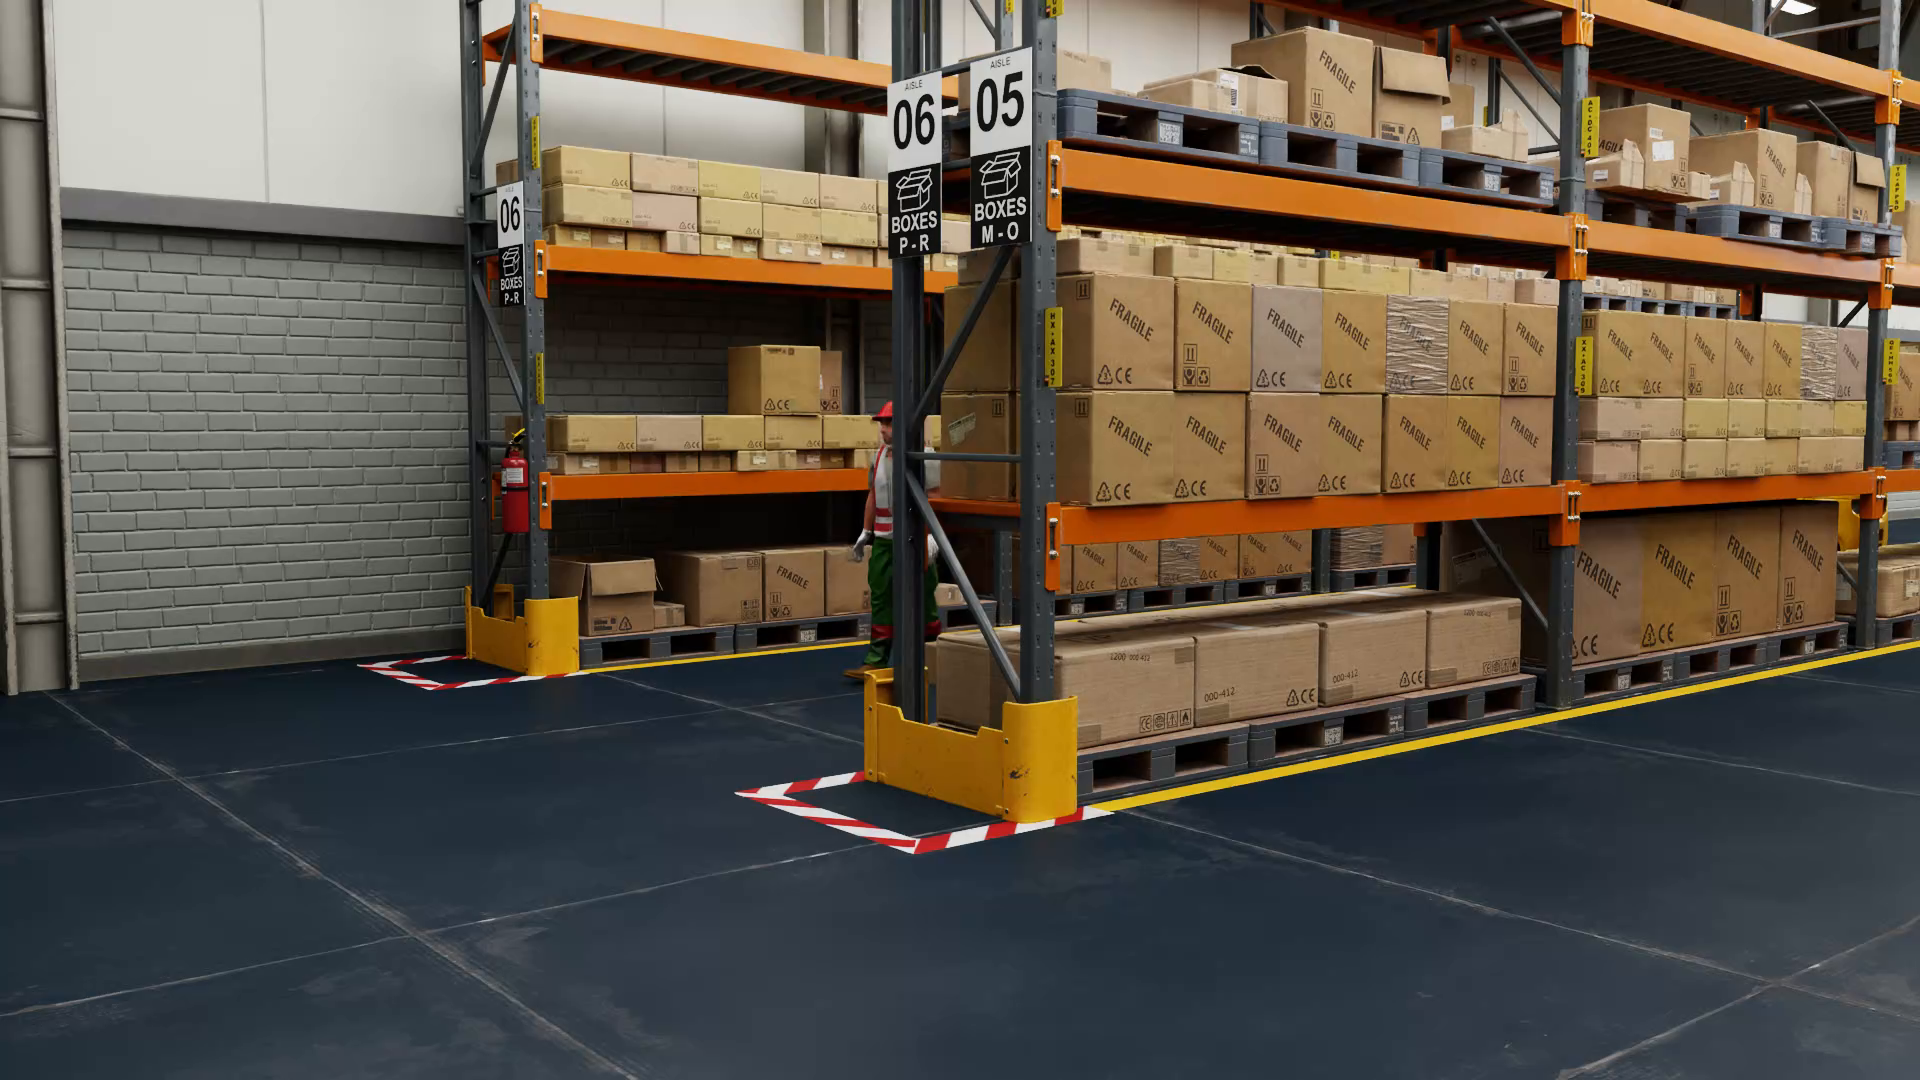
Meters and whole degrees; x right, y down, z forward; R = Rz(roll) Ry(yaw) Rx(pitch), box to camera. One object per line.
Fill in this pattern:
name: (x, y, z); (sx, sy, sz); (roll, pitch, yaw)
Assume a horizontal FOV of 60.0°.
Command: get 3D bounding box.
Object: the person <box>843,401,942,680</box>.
person: (-0.418, 0.007, 10.626); (0.649, 1.790, 0.632); (2, 5, 29)
